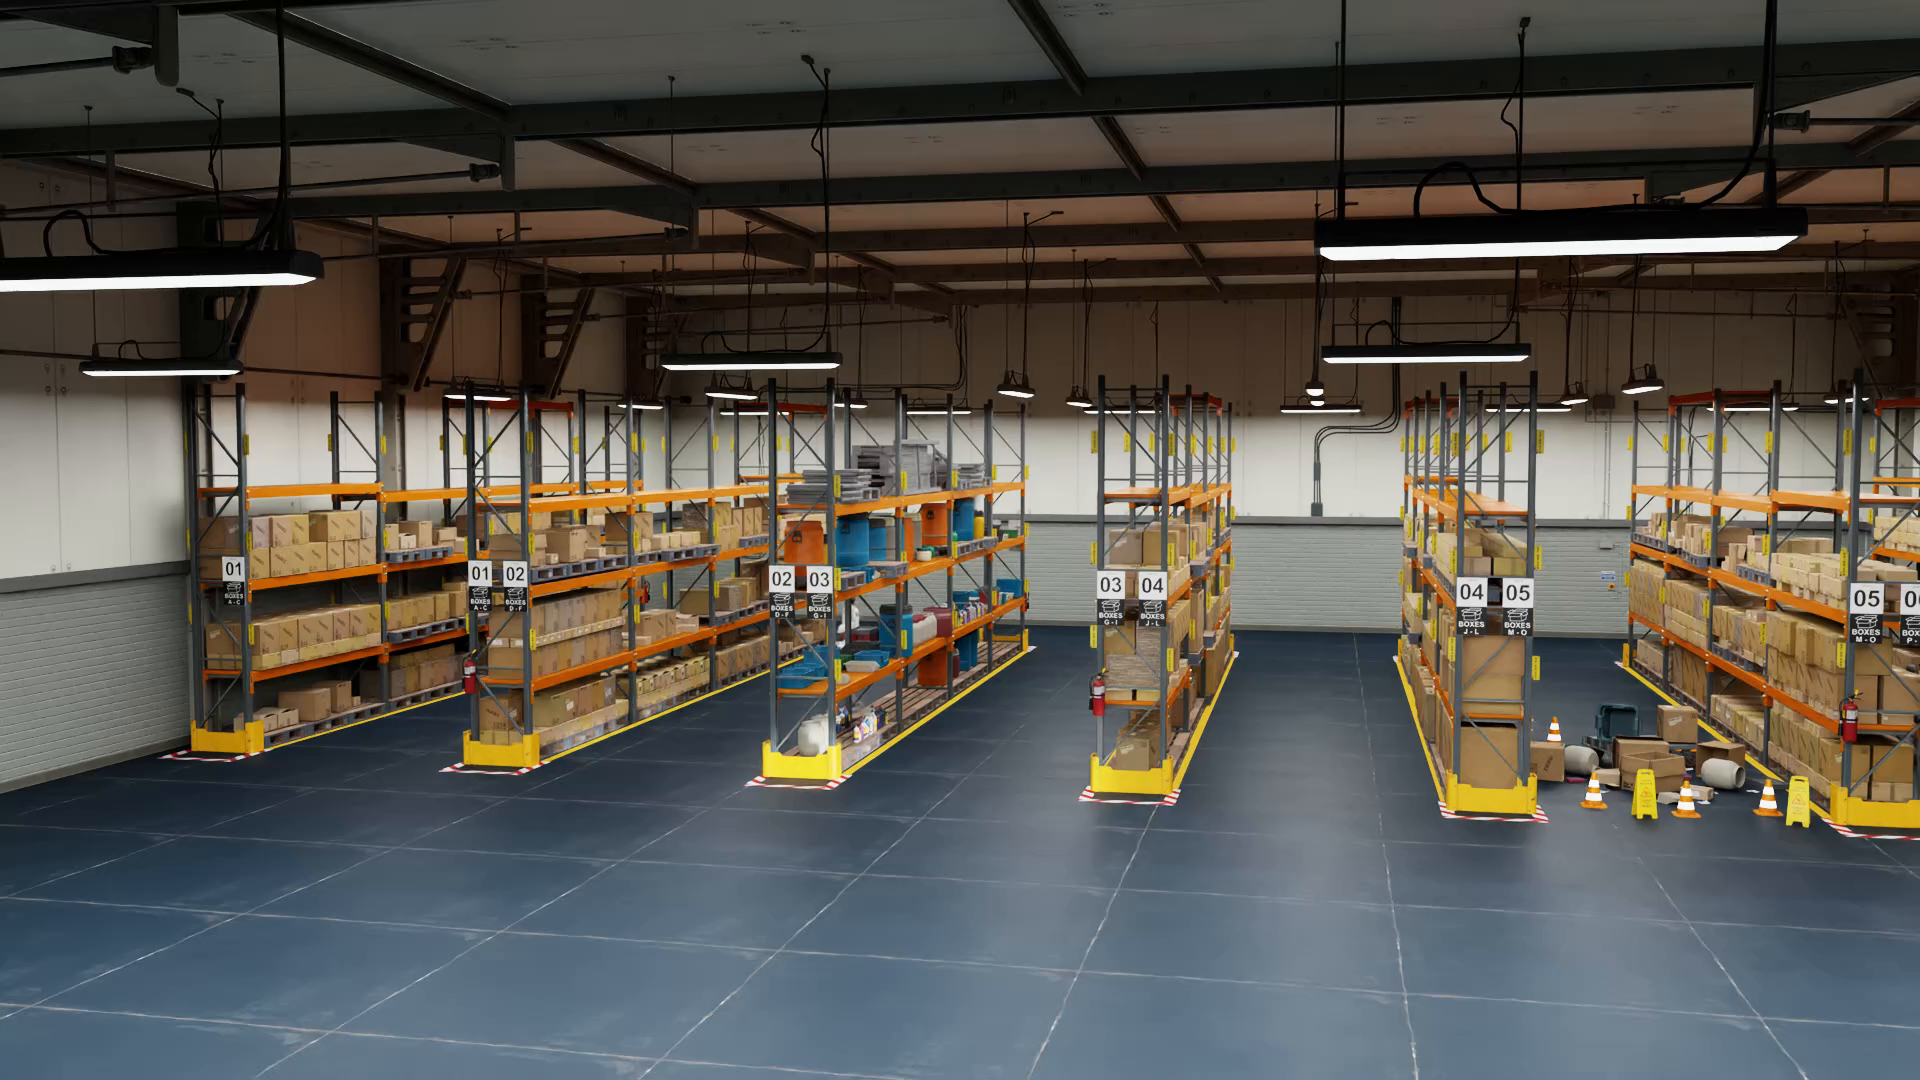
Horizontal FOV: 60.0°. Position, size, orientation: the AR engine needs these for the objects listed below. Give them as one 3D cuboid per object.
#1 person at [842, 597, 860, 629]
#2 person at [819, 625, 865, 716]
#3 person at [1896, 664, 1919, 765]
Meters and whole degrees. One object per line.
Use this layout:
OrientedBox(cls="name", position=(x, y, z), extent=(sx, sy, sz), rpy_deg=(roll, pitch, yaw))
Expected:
OrientedBox(cls="person", position=(-2.459, 2.049, 37.081), extent=(0.513, 1.668, 0.470), rpy_deg=(3, 4, 39))
OrientedBox(cls="person", position=(-2.121, 2.397, 30.146), extent=(0.819, 1.750, 0.618), rpy_deg=(2, 4, 37))
OrientedBox(cls="person", position=(15.012, 2.737, 26.215), extent=(0.508, 1.546, 0.711), rpy_deg=(1, 3, 14))
